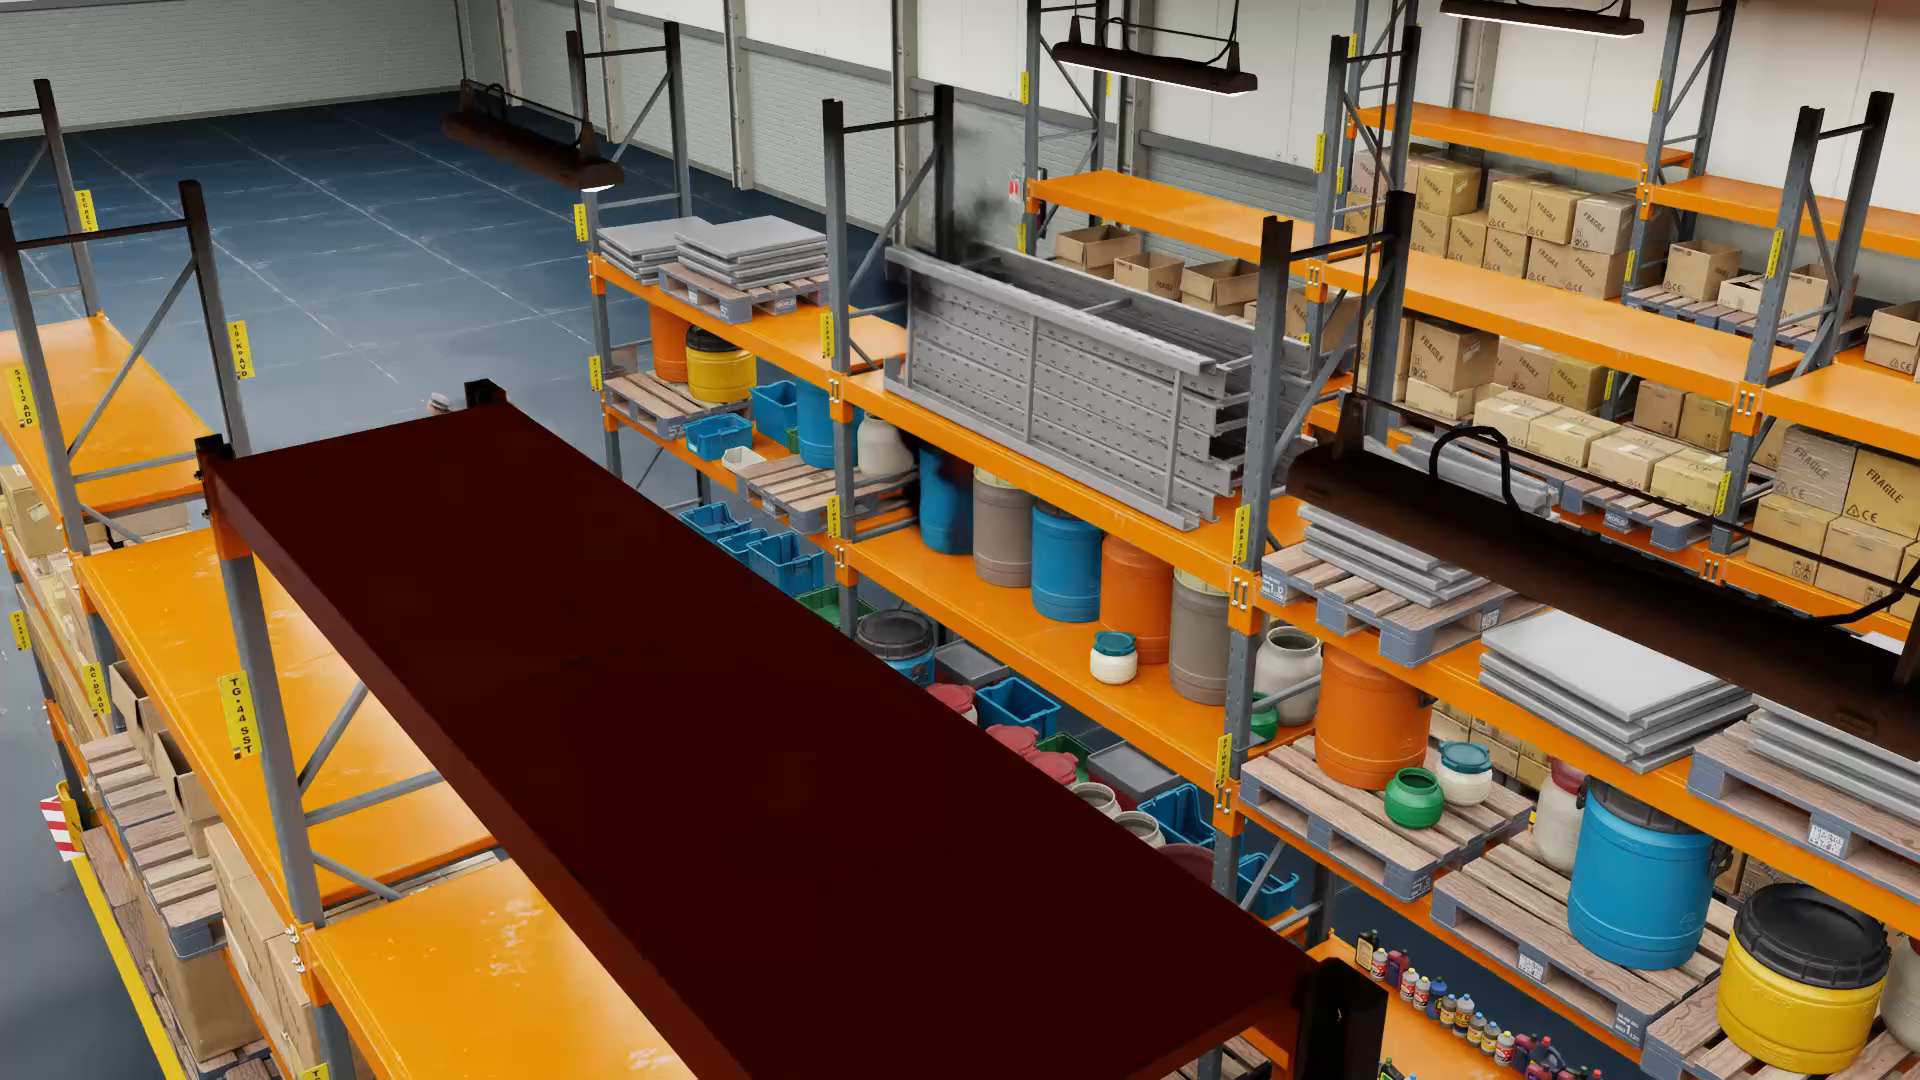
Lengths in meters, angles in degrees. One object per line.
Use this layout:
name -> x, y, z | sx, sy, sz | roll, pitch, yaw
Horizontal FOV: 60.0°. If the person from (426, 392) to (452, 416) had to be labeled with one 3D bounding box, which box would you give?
person -> -5.815, -0.866, 18.910 | 1.057, 1.694, 0.586 | -7, 26, -15
